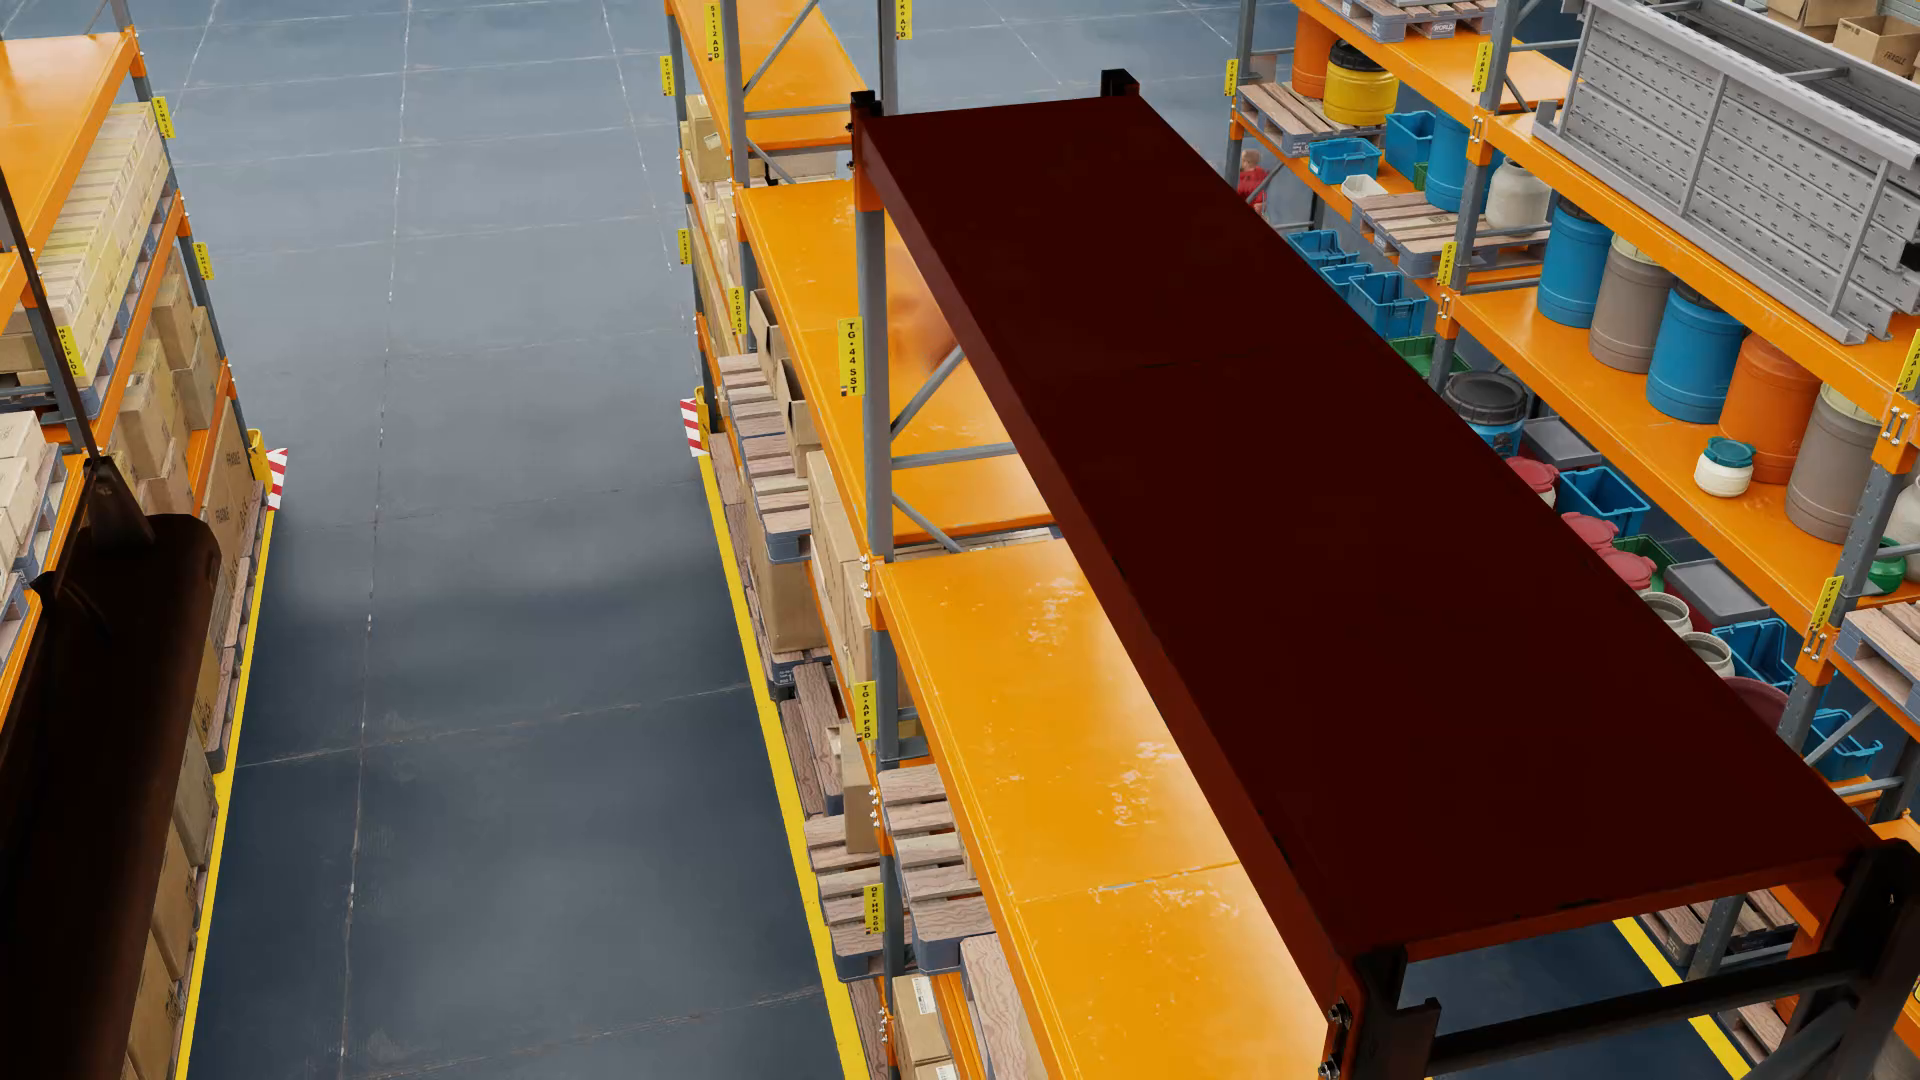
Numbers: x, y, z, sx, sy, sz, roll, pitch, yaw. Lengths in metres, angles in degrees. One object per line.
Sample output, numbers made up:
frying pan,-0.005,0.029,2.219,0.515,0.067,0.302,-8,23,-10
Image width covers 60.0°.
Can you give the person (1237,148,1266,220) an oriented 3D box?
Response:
person,3.007,-3.238,17.313,0.895,1.744,0.668,16,37,22
